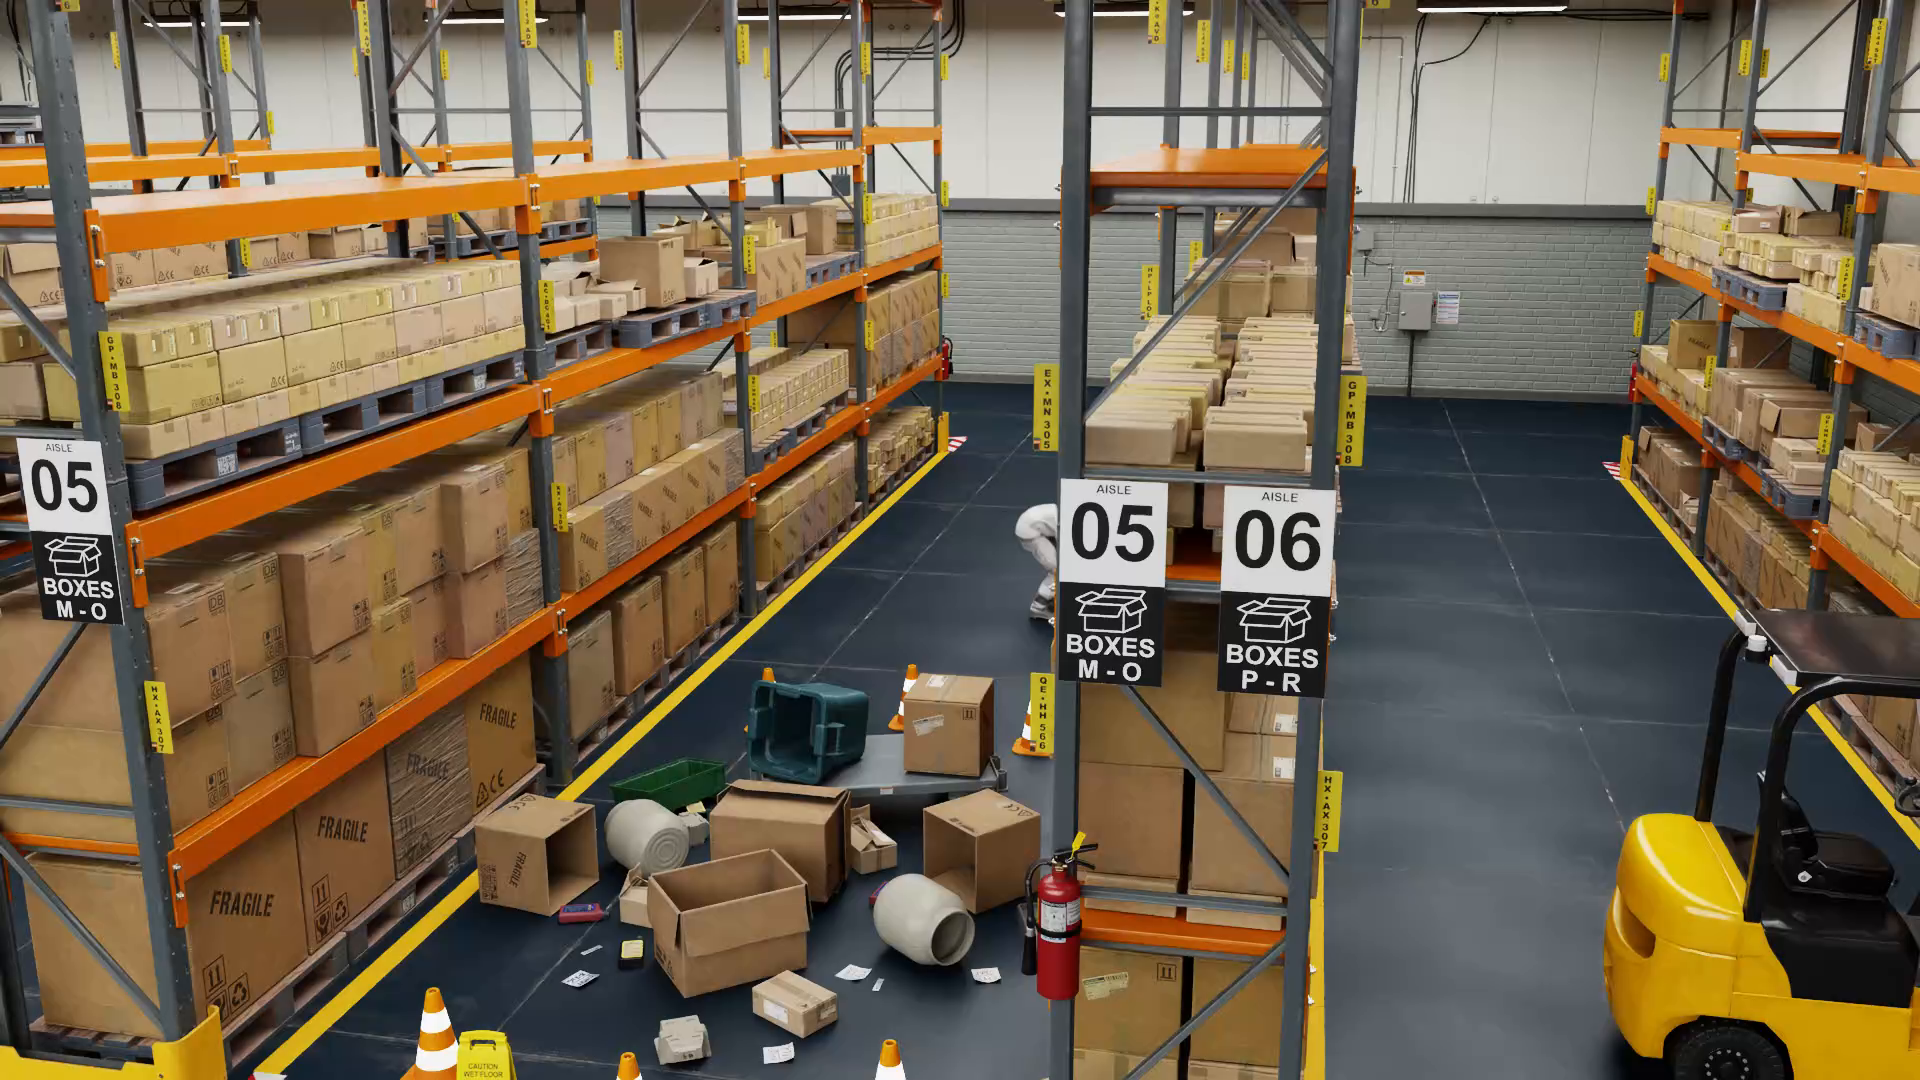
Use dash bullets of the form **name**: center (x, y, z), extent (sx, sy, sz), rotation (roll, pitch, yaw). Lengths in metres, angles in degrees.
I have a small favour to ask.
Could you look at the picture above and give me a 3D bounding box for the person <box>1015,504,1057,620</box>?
- **person**: center (0.981, 0.178, 15.194), extent (0.956, 1.075, 0.519), rotation (2, 15, 8)
